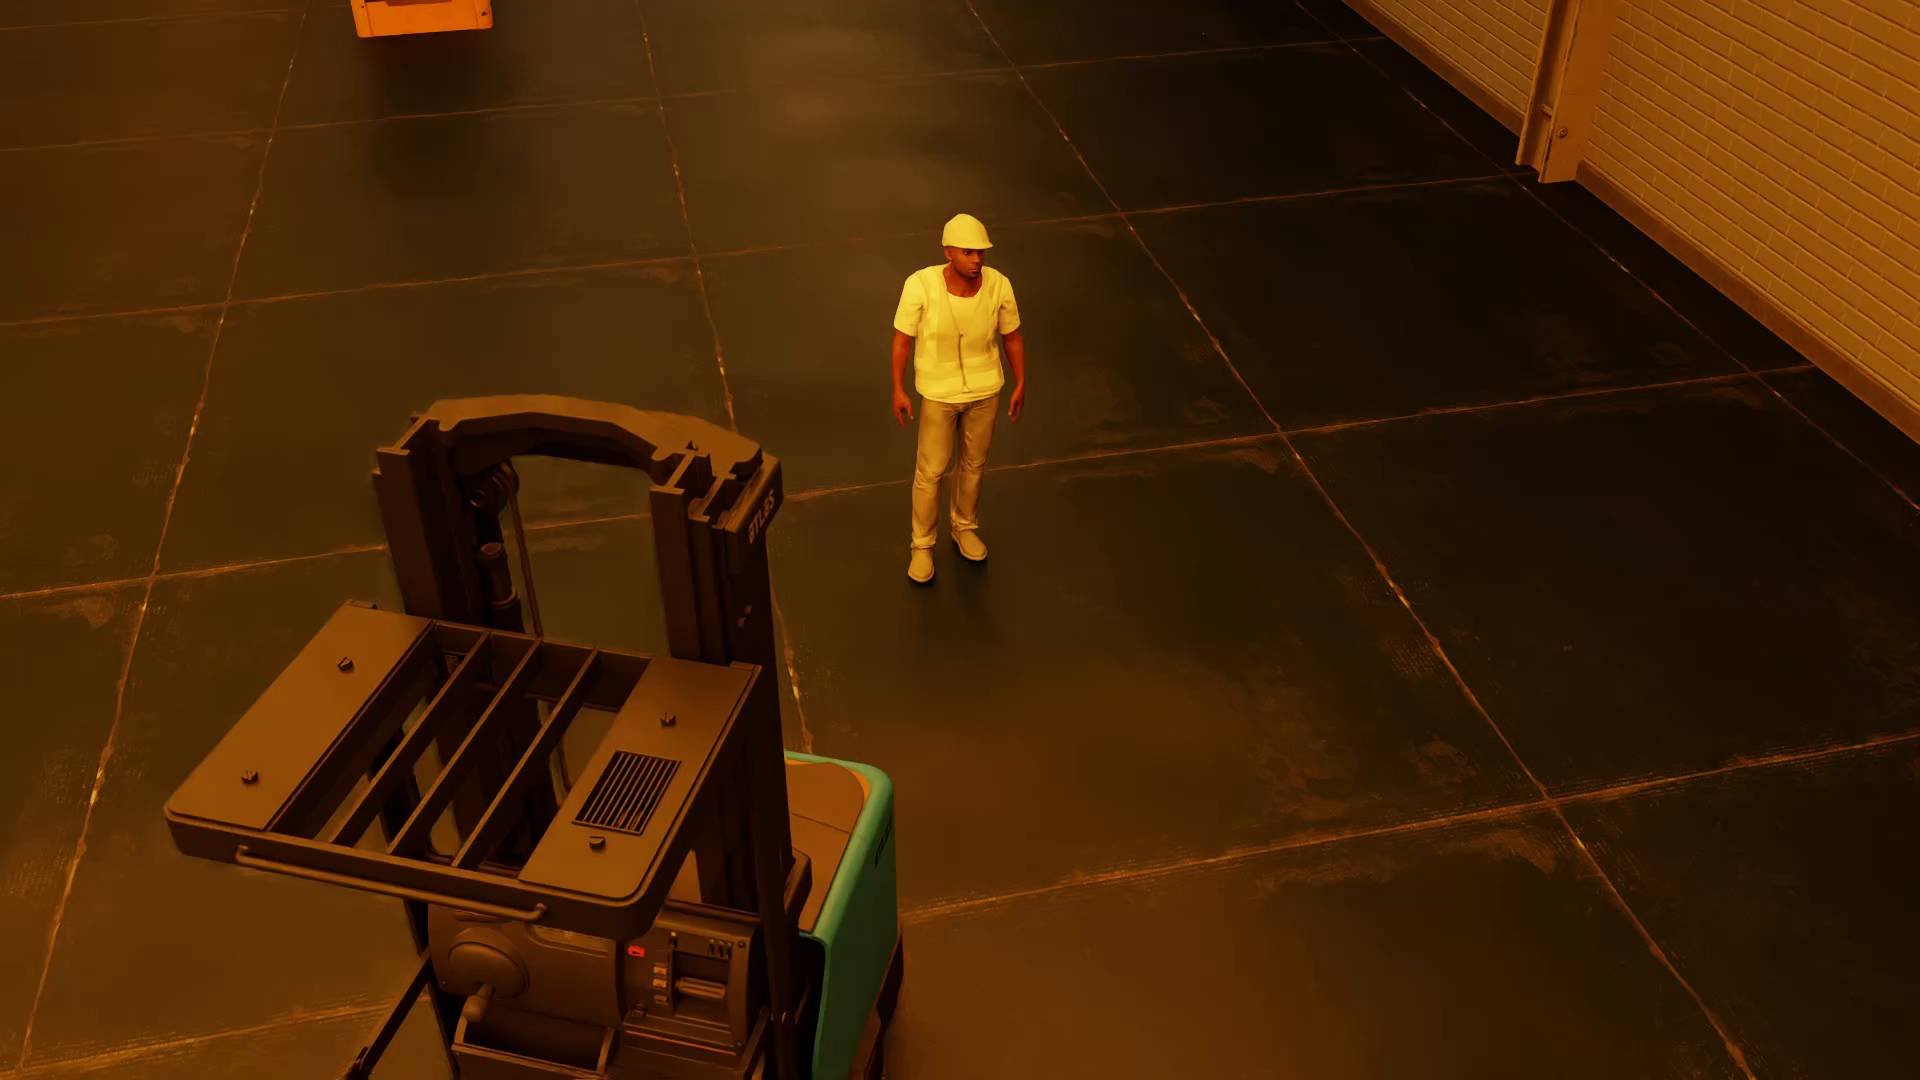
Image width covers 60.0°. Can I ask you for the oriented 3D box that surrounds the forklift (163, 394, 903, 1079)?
[{"bbox_3d":[-1.059,1.225,4.348,1.130,2.935,3.031,8,37,11],"label":"forklift"}]

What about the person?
[{"bbox_3d":[0.010,-0.682,7.983,0.665,1.768,0.575,-8,36,-11],"label":"person"}]
